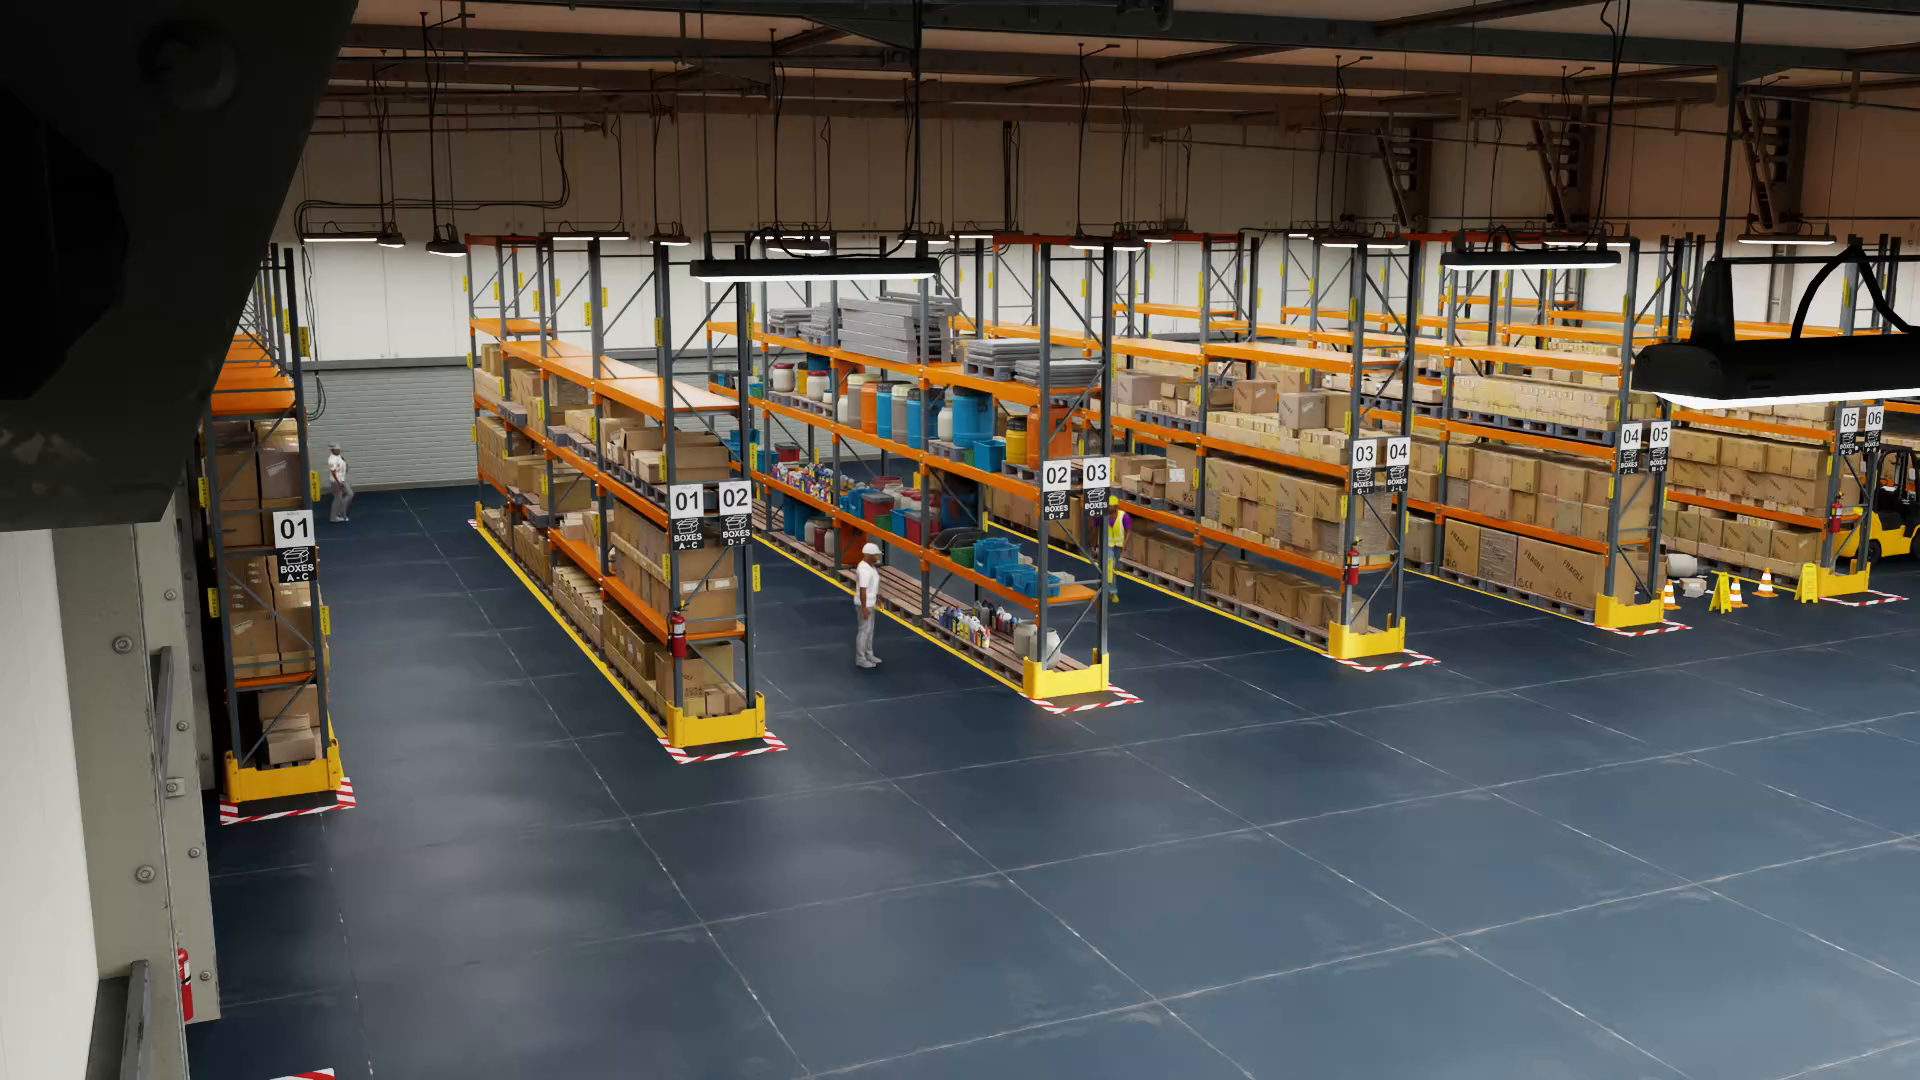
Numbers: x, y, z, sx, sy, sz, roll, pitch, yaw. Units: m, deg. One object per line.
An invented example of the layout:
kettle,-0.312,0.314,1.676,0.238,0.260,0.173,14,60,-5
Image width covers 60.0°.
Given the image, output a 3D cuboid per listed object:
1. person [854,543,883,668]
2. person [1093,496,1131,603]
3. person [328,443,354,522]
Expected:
person,-1.312,0.918,23.751,0.420,1.781,0.602,1,11,4
person,2.604,0.119,28.090,0.509,1.763,0.953,-4,12,-21
person,-13.028,-1.203,34.927,0.497,1.702,0.476,-2,11,-11
